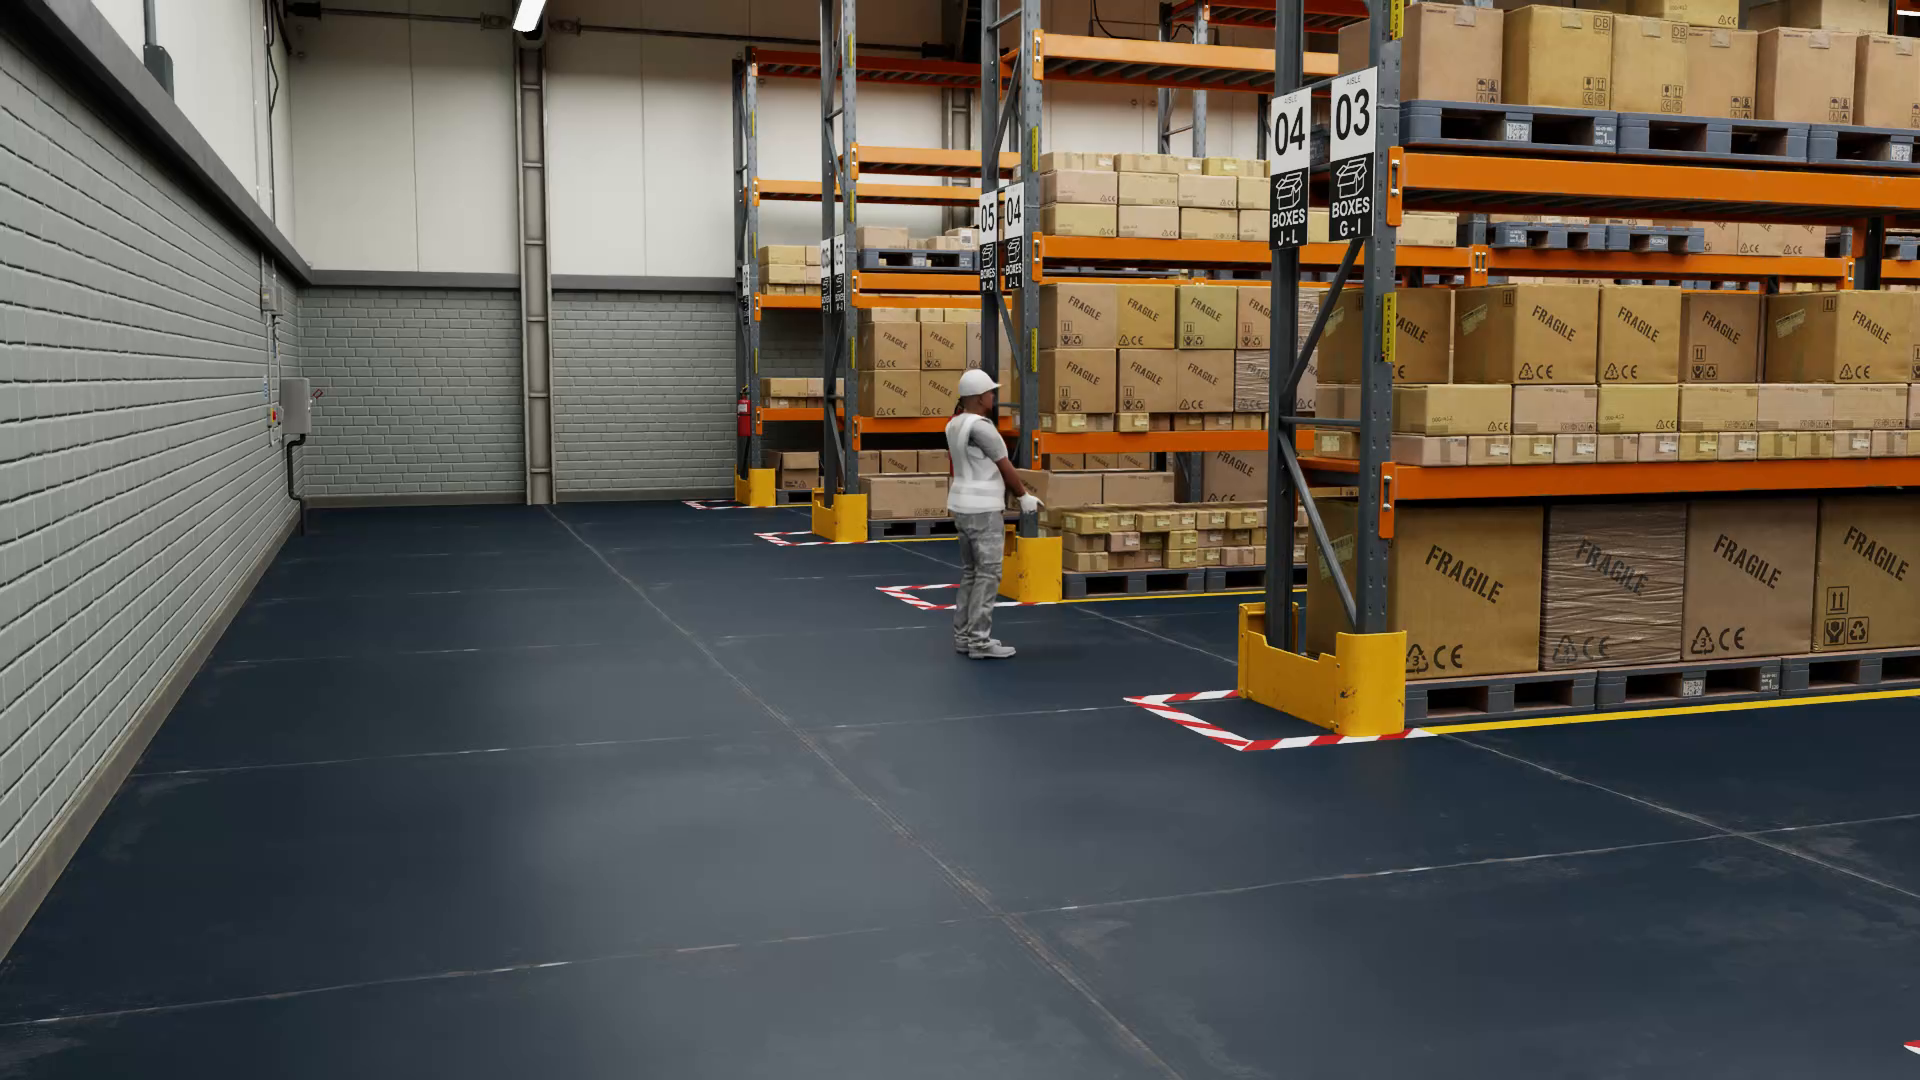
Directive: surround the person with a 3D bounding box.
[{"bbox_3d":[0.212,-0.172,10.398,0.566,1.782,0.458,-2,6,-19],"label":"person"}]
